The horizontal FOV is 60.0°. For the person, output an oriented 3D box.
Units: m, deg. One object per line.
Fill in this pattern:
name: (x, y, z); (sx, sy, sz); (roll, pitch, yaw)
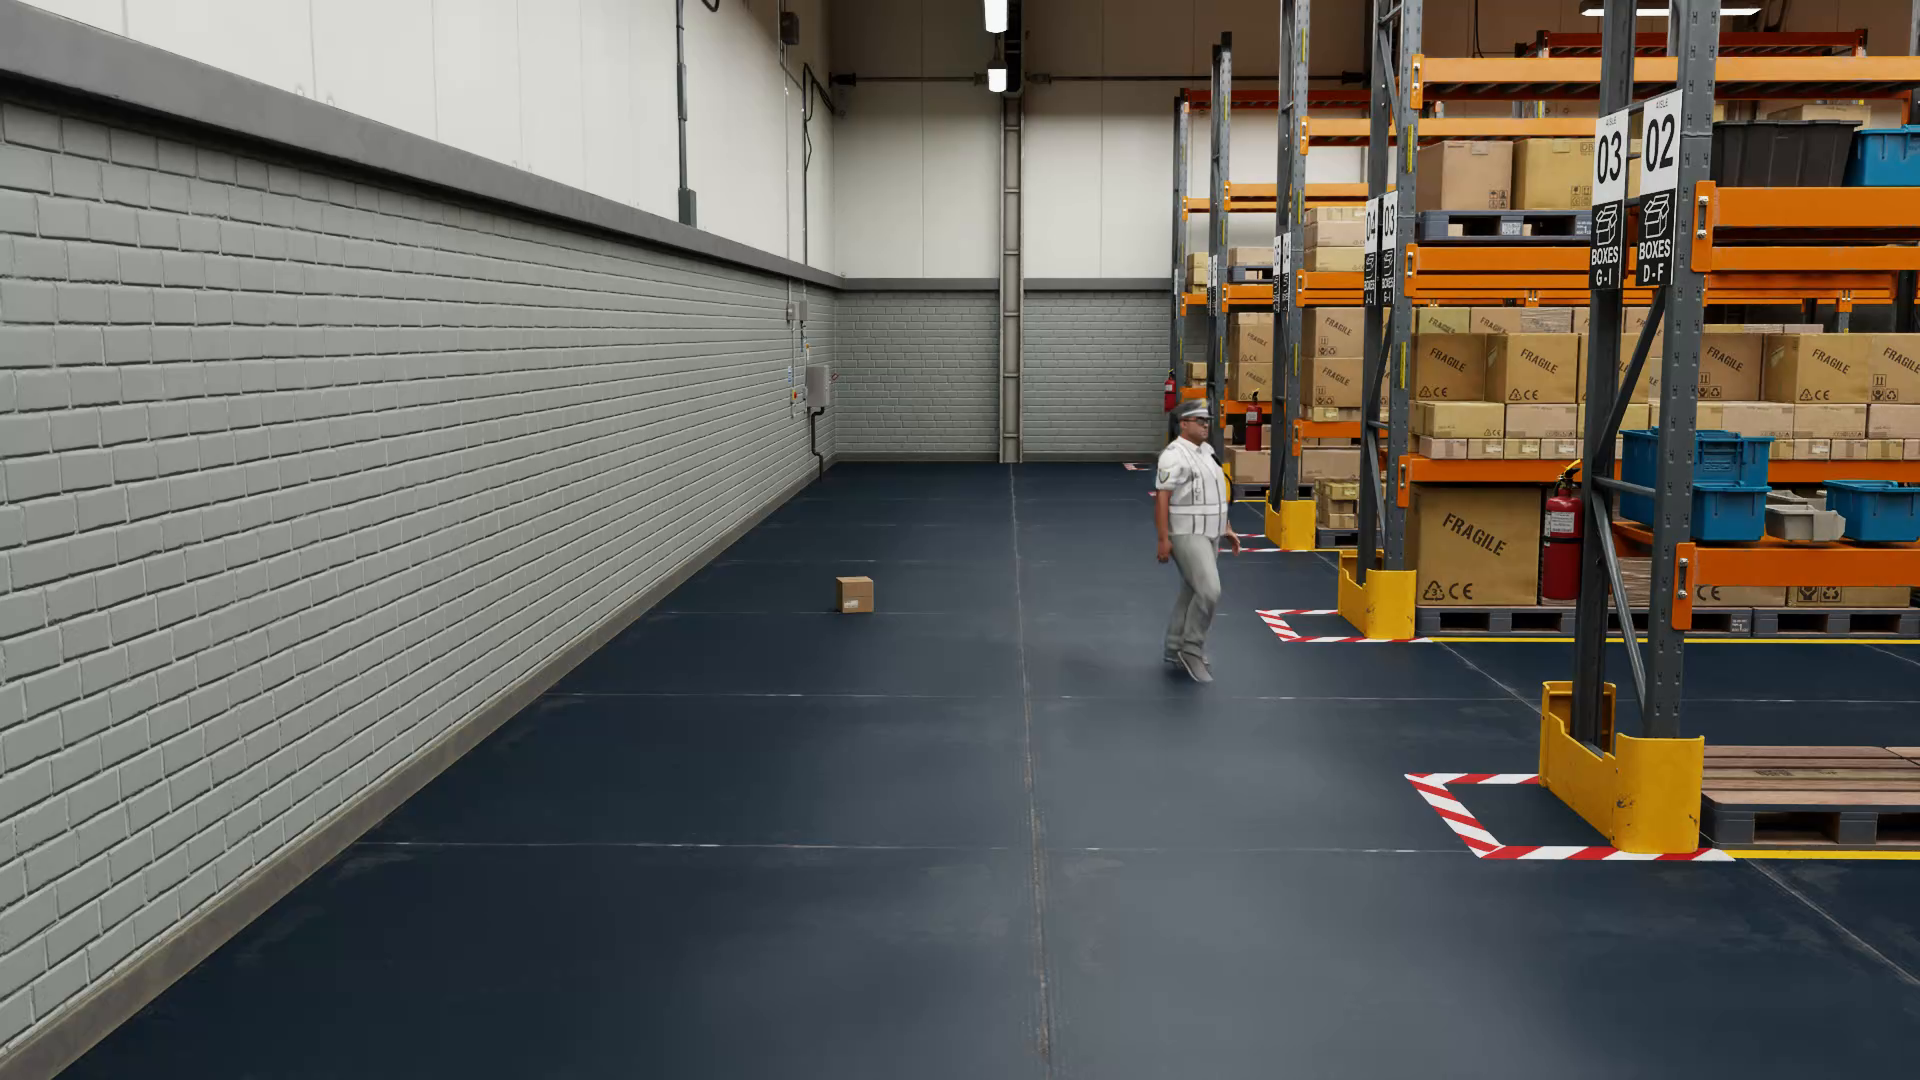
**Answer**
person: (1.540, 0.004, 10.757); (0.510, 1.843, 0.548); (6, 9, 38)
